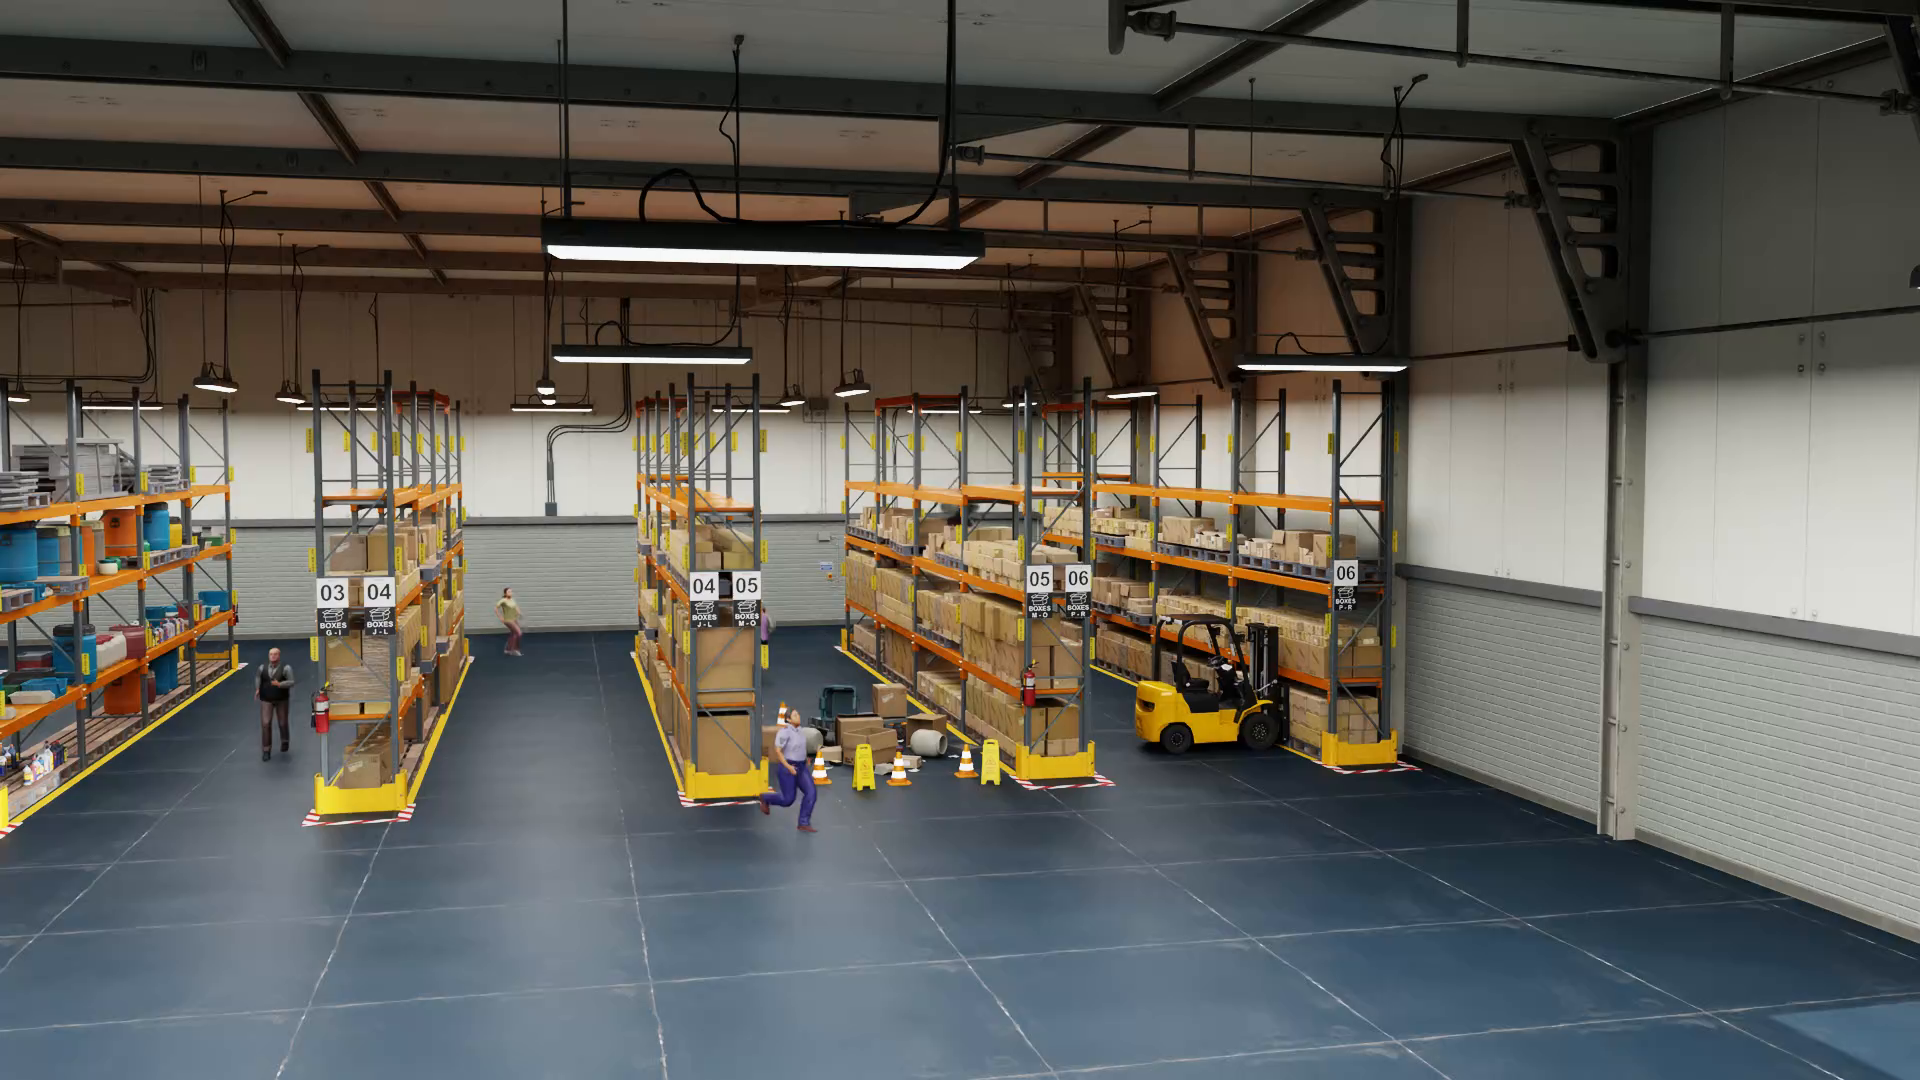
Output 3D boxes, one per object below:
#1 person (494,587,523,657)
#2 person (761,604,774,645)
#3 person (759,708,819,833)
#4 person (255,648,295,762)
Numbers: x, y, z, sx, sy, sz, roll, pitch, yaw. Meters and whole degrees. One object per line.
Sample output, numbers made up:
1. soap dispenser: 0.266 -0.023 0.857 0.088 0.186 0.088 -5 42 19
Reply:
1. person: -10.576 1.932 39.099 0.665 1.654 0.634 1 4 23
2. person: -4.287 2.175 35.900 0.556 1.574 0.749 -1 3 -19
3. person: -2.201 2.979 21.548 0.802 1.611 0.602 2 4 29
4. person: -10.905 2.592 26.468 0.645 1.721 0.898 -1 3 -12
